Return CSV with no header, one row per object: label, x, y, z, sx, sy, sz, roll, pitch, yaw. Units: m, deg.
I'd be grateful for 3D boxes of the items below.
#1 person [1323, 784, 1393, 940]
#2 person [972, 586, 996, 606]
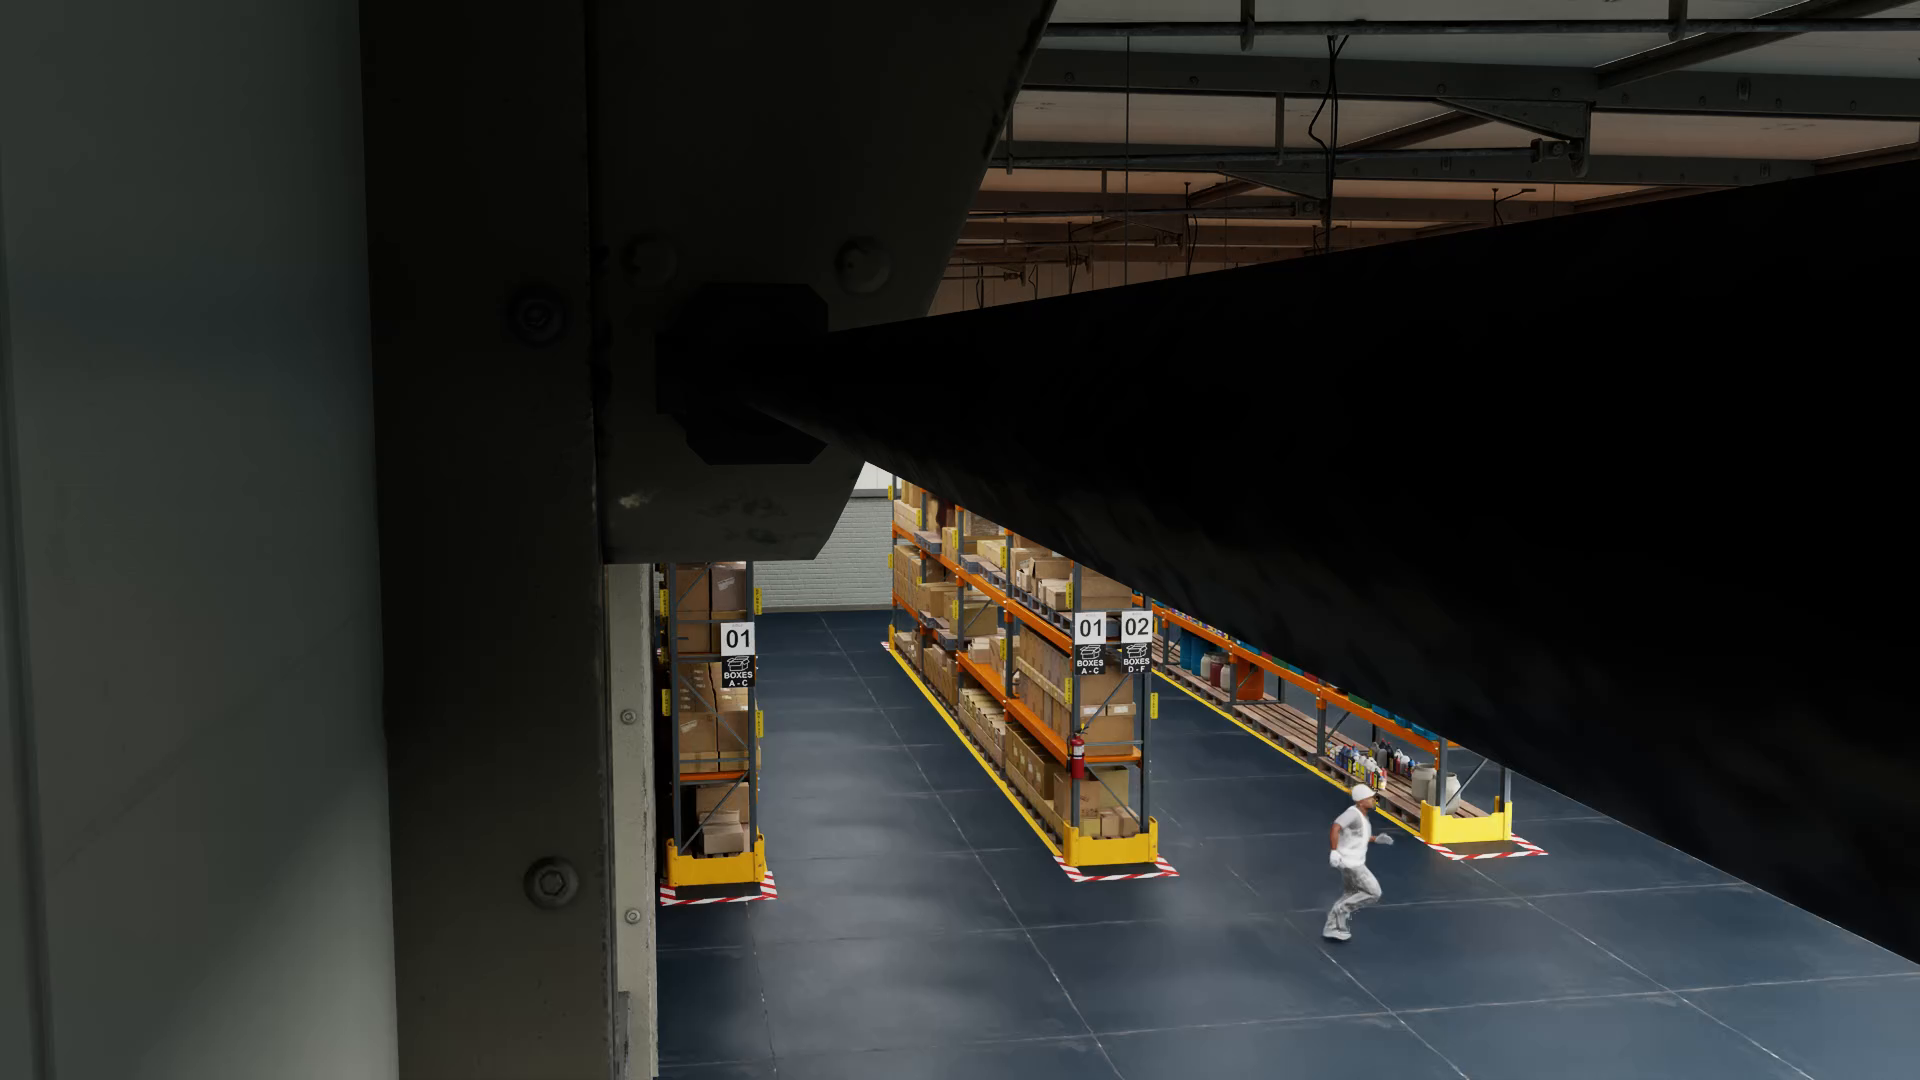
person,4.328,3.511,18.066,0.712,1.724,0.730,2,7,19
person,0.508,1.499,36.854,0.673,1.704,0.551,-4,7,-31
